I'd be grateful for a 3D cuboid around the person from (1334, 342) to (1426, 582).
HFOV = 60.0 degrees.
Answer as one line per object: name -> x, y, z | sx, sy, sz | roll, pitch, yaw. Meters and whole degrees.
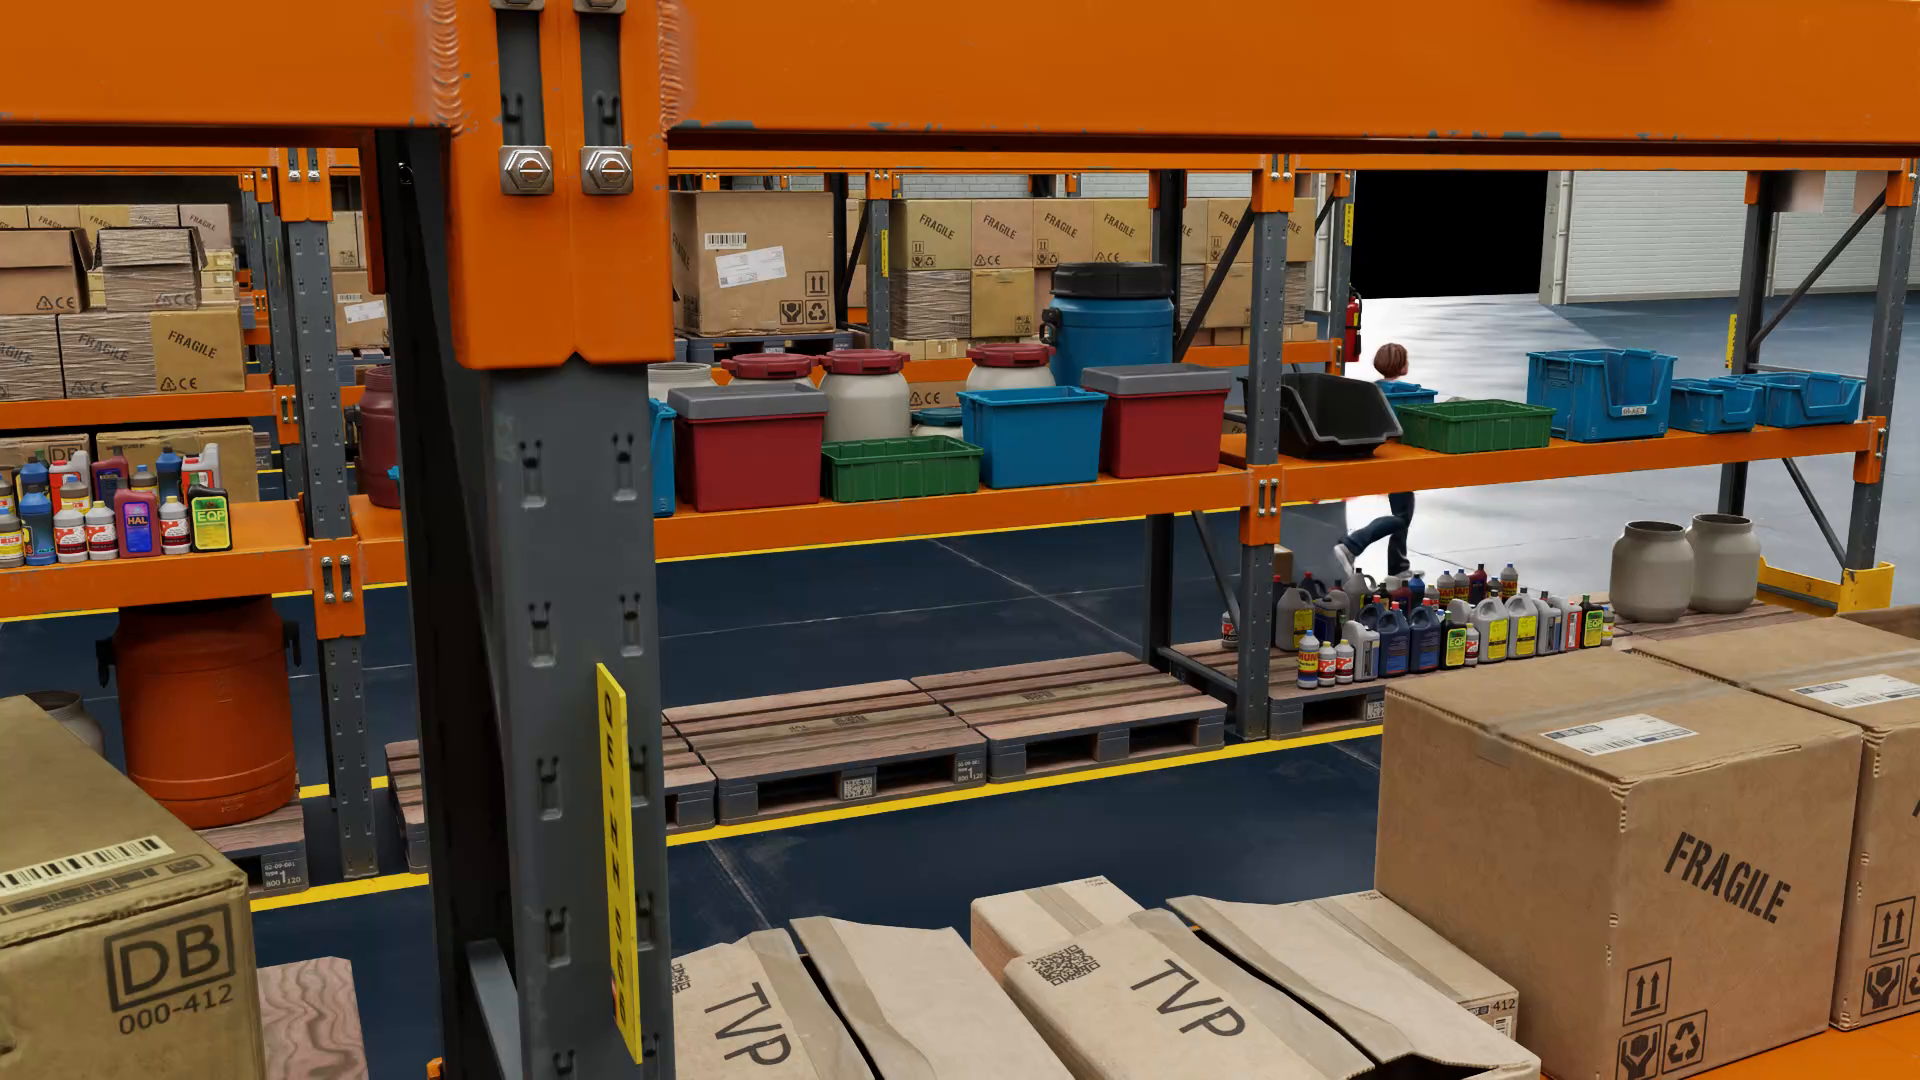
person -> 2.713, -0.472, 10.604 | 0.738, 1.560, 0.418 | -3, 13, -13
